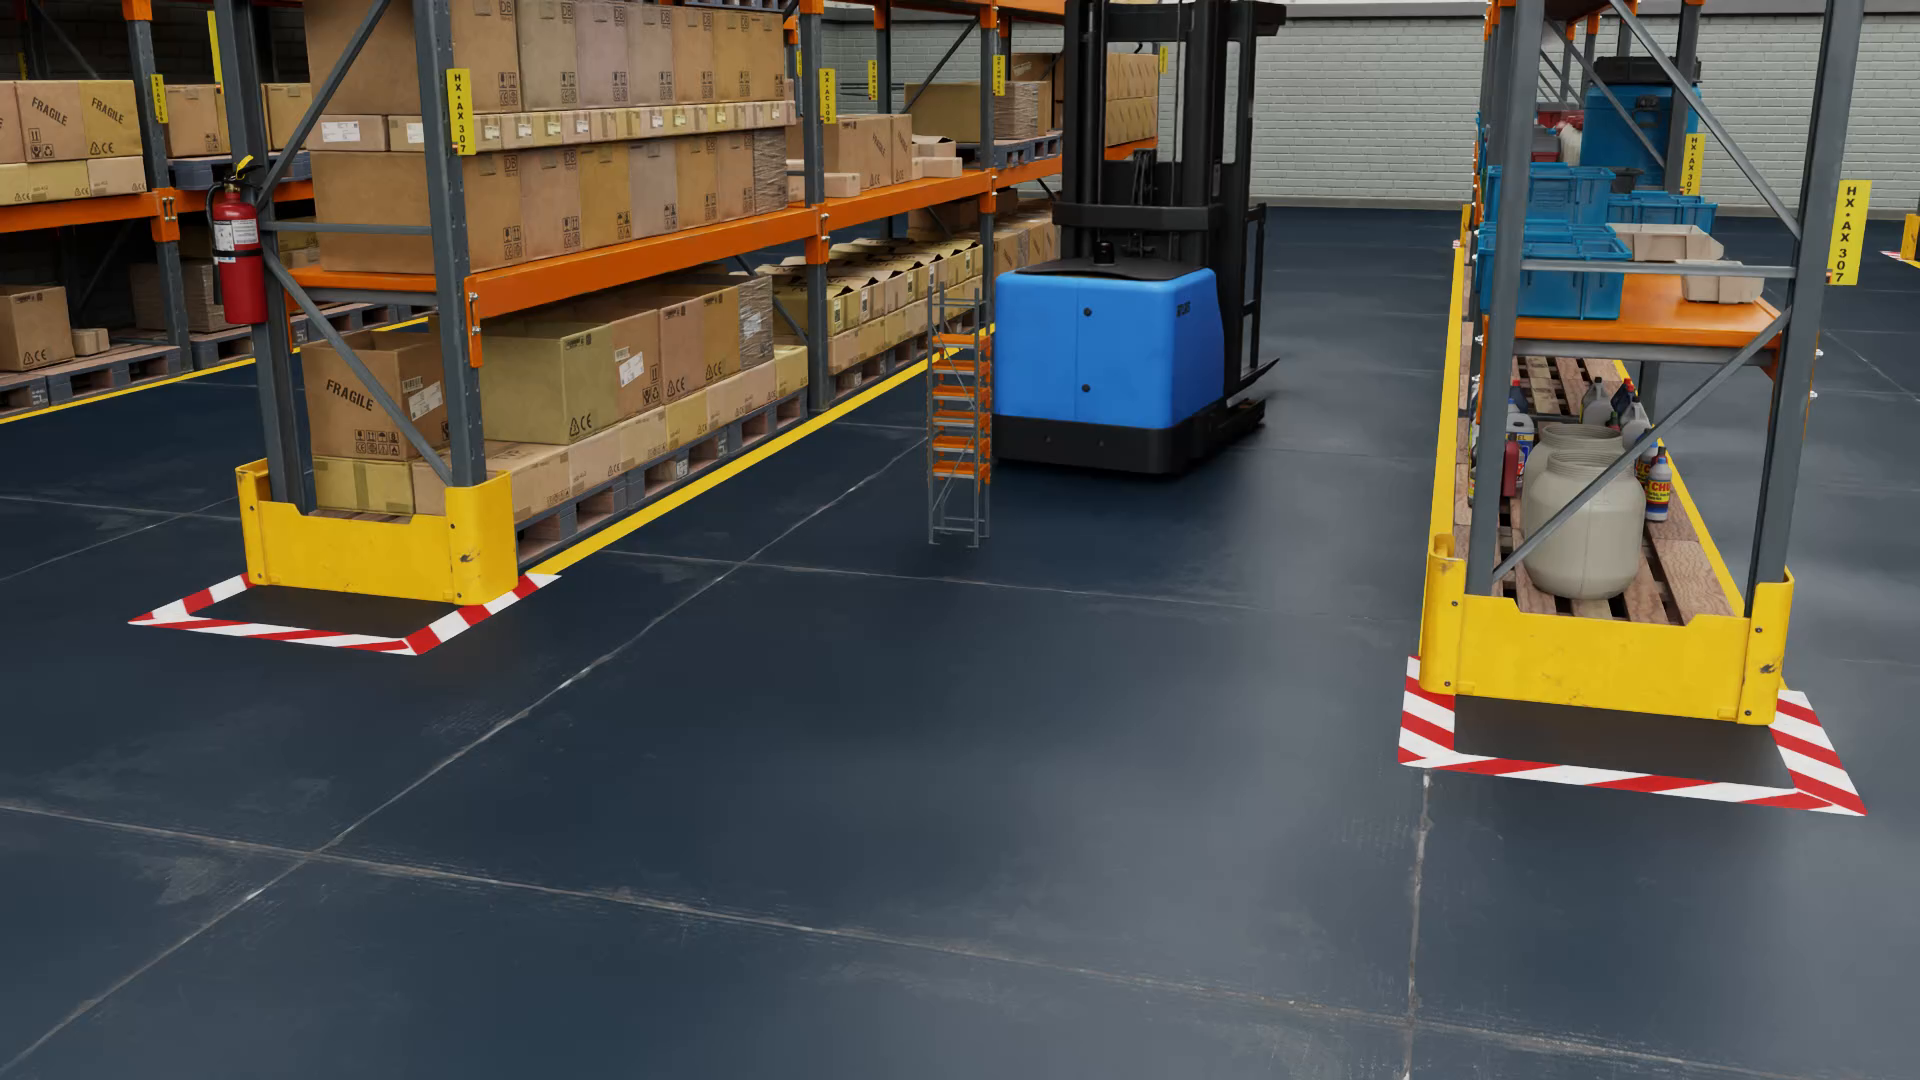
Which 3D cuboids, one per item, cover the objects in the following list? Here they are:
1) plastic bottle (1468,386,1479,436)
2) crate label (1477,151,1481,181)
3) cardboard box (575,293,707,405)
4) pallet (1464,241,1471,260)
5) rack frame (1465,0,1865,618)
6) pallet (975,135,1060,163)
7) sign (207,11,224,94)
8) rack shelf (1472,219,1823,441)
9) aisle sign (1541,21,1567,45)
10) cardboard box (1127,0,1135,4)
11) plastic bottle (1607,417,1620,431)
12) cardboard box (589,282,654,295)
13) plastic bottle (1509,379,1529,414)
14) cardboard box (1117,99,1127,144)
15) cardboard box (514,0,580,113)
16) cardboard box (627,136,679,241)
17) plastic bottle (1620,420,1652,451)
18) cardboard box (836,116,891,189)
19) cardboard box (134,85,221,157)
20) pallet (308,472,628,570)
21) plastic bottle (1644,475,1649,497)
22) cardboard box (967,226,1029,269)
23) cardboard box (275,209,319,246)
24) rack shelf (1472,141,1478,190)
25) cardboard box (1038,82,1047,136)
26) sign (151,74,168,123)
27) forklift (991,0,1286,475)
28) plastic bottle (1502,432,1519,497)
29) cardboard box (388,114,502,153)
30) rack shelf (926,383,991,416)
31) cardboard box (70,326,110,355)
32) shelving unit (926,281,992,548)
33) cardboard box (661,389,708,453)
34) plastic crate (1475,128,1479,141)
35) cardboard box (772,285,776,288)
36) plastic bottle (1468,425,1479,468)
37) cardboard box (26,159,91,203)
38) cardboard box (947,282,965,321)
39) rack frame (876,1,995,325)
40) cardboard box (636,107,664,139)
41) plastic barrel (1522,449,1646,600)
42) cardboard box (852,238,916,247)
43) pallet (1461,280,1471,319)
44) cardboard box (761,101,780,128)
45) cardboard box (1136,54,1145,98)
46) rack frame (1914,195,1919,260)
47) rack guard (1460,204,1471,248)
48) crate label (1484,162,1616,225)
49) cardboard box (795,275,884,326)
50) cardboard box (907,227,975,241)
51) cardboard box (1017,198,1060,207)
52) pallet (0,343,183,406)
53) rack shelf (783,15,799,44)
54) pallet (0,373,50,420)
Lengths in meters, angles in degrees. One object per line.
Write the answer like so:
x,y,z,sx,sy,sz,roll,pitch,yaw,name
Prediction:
2.827,-0.691,8.953,0.152,0.276,0.135,5,17,18,plastic bottle
4.061,-2.810,12.547,0.303,0.233,0.416,5,16,16,crate label
-1.687,-1.019,8.821,0.500,0.500,0.500,5,16,16,cardboard box
6.193,-3.193,18.698,1.003,0.211,1.213,5,16,16,pallet
2.267,-0.879,5.431,1.000,3.000,0.127,5,16,16,rack frame
0.340,-3.774,15.989,1.003,0.211,1.213,5,16,16,pallet
-2.998,-1.981,6.760,0.100,0.325,0.005,5,16,16,sign
2.835,-1.056,7.374,1.077,0.370,4.000,5,16,16,rack shelf
7.115,-6.312,19.821,0.394,0.787,0.004,5,16,16,aisle sign
1.732,-6.275,19.233,0.500,0.250,0.500,5,16,16,cardboard box
3.198,-0.471,8.164,0.061,0.283,0.133,5,16,16,plastic bottle
-2.061,-1.192,9.430,0.500,0.500,0.500,5,16,16,cardboard box
2.914,-0.673,8.752,0.144,0.351,0.185,5,16,16,plastic bottle
1.622,-4.829,19.174,0.500,0.500,0.500,5,16,16,cardboard box
-2.177,-2.209,7.561,0.700,0.500,0.500,4,16,14,cardboard box
-1.899,-1.839,8.631,0.700,0.500,0.500,5,17,18,cardboard box
3.300,-0.459,8.136,0.152,0.276,0.135,5,17,17,plastic bottle
-0.819,-2.827,12.117,0.500,0.500,0.500,5,16,16,cardboard box
-5.918,-3.084,12.216,0.700,0.500,0.500,5,16,16,cardboard box
-2.304,-0.126,7.886,1.003,0.211,1.213,5,16,16,pallet
3.110,-0.222,7.436,0.097,0.201,0.097,0,16,0,plastic bottle
0.339,-2.601,15.275,0.500,0.500,0.500,4,16,14,cardboard box
-5.477,-2.638,14.035,0.500,0.250,0.500,5,16,16,cardboard box
6.245,-4.196,18.443,1.077,0.370,4.000,5,16,16,rack shelf
0.486,-4.187,16.140,0.700,0.500,0.500,1,16,2,cardboard box
-5.573,-3.070,11.570,0.100,0.325,0.005,5,16,16,sign
1.251,-2.116,9.917,1.130,2.935,3.031,7,17,24,forklift
2.568,-0.354,7.752,0.061,0.283,0.133,5,16,16,plastic bottle
-2.164,-1.710,6.990,0.380,0.149,0.250,5,16,15,cardboard box
-0.004,-0.646,7.632,0.258,0.103,0.180,5,16,16,rack shelf
-6.219,-1.400,11.654,0.380,0.166,0.250,2,16,9,cardboard box
-0.004,-0.573,7.652,0.258,1.200,0.189,5,16,16,shelving unit
-1.688,-0.659,8.924,0.500,0.250,0.500,5,16,16,cardboard box
6.064,-4.673,19.181,0.250,0.136,0.298,5,16,16,plastic crate
-1.505,-1.588,11.172,0.500,0.311,0.500,5,16,16,cardboard box
2.549,-0.475,8.054,0.144,0.351,0.185,5,17,18,plastic bottle
-6.089,-2.354,10.870,0.500,0.250,0.500,5,17,16,cardboard box
-0.267,-1.945,13.458,0.500,0.250,0.500,4,16,15,cardboard box
-0.208,-3.357,14.168,1.000,3.000,0.127,5,16,16,rack frame
-1.726,-2.112,8.408,0.380,0.149,0.250,5,17,16,cardboard box
2.380,-0.062,6.342,0.421,0.512,0.421,0,16,0,plastic barrel
-0.638,-2.392,14.007,0.500,0.311,0.500,5,17,18,cardboard box
5.073,-2.158,15.051,1.003,0.211,1.213,5,16,16,pallet
-1.289,-2.518,9.840,0.380,0.149,0.250,4,16,15,cardboard box
1.917,-5.573,19.966,0.500,0.500,0.500,5,17,17,cardboard box
11.562,-4.681,18.835,1.000,3.000,0.127,5,16,16,rack frame
6.808,-3.870,20.556,1.175,0.500,0.348,5,16,16,rack guard
2.530,-1.399,7.198,0.502,0.435,0.616,5,16,16,crate label
-0.841,-1.679,11.493,0.500,0.311,0.500,4,16,15,cardboard box
-0.167,-2.629,15.376,0.500,0.500,0.500,5,17,18,cardboard box
0.819,-3.584,18.742,0.500,0.500,0.500,5,16,16,cardboard box
-6.252,-1.174,11.581,1.003,0.211,1.213,5,16,16,pallet
-3.253,-6.407,20.742,1.077,0.370,4.000,5,16,16,rack shelf
-6.597,-0.854,10.452,1.003,0.211,1.213,5,16,16,pallet
